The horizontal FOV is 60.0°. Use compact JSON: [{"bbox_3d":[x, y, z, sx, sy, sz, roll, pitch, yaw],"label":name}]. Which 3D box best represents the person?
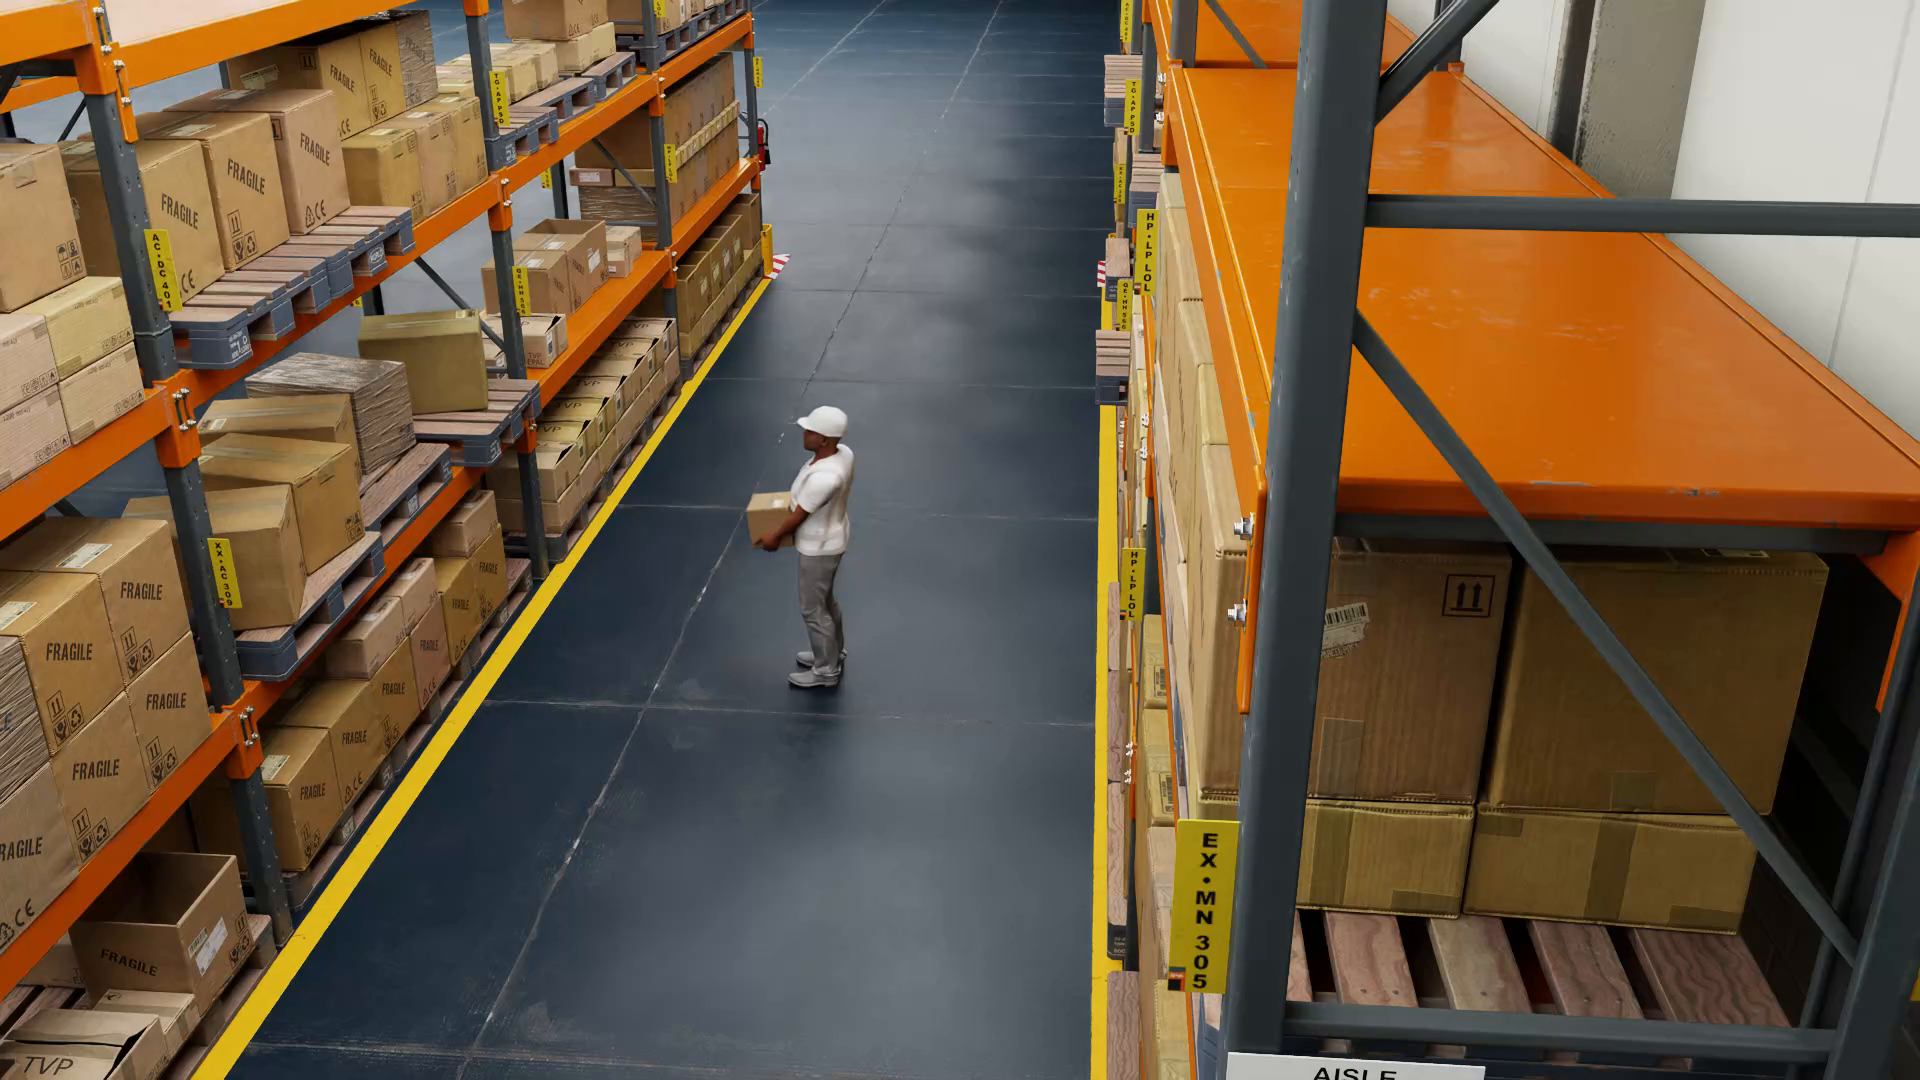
[{"bbox_3d":[-0.922,0.032,9.918,0.577,1.760,0.505,2,24,4],"label":"person"}]
